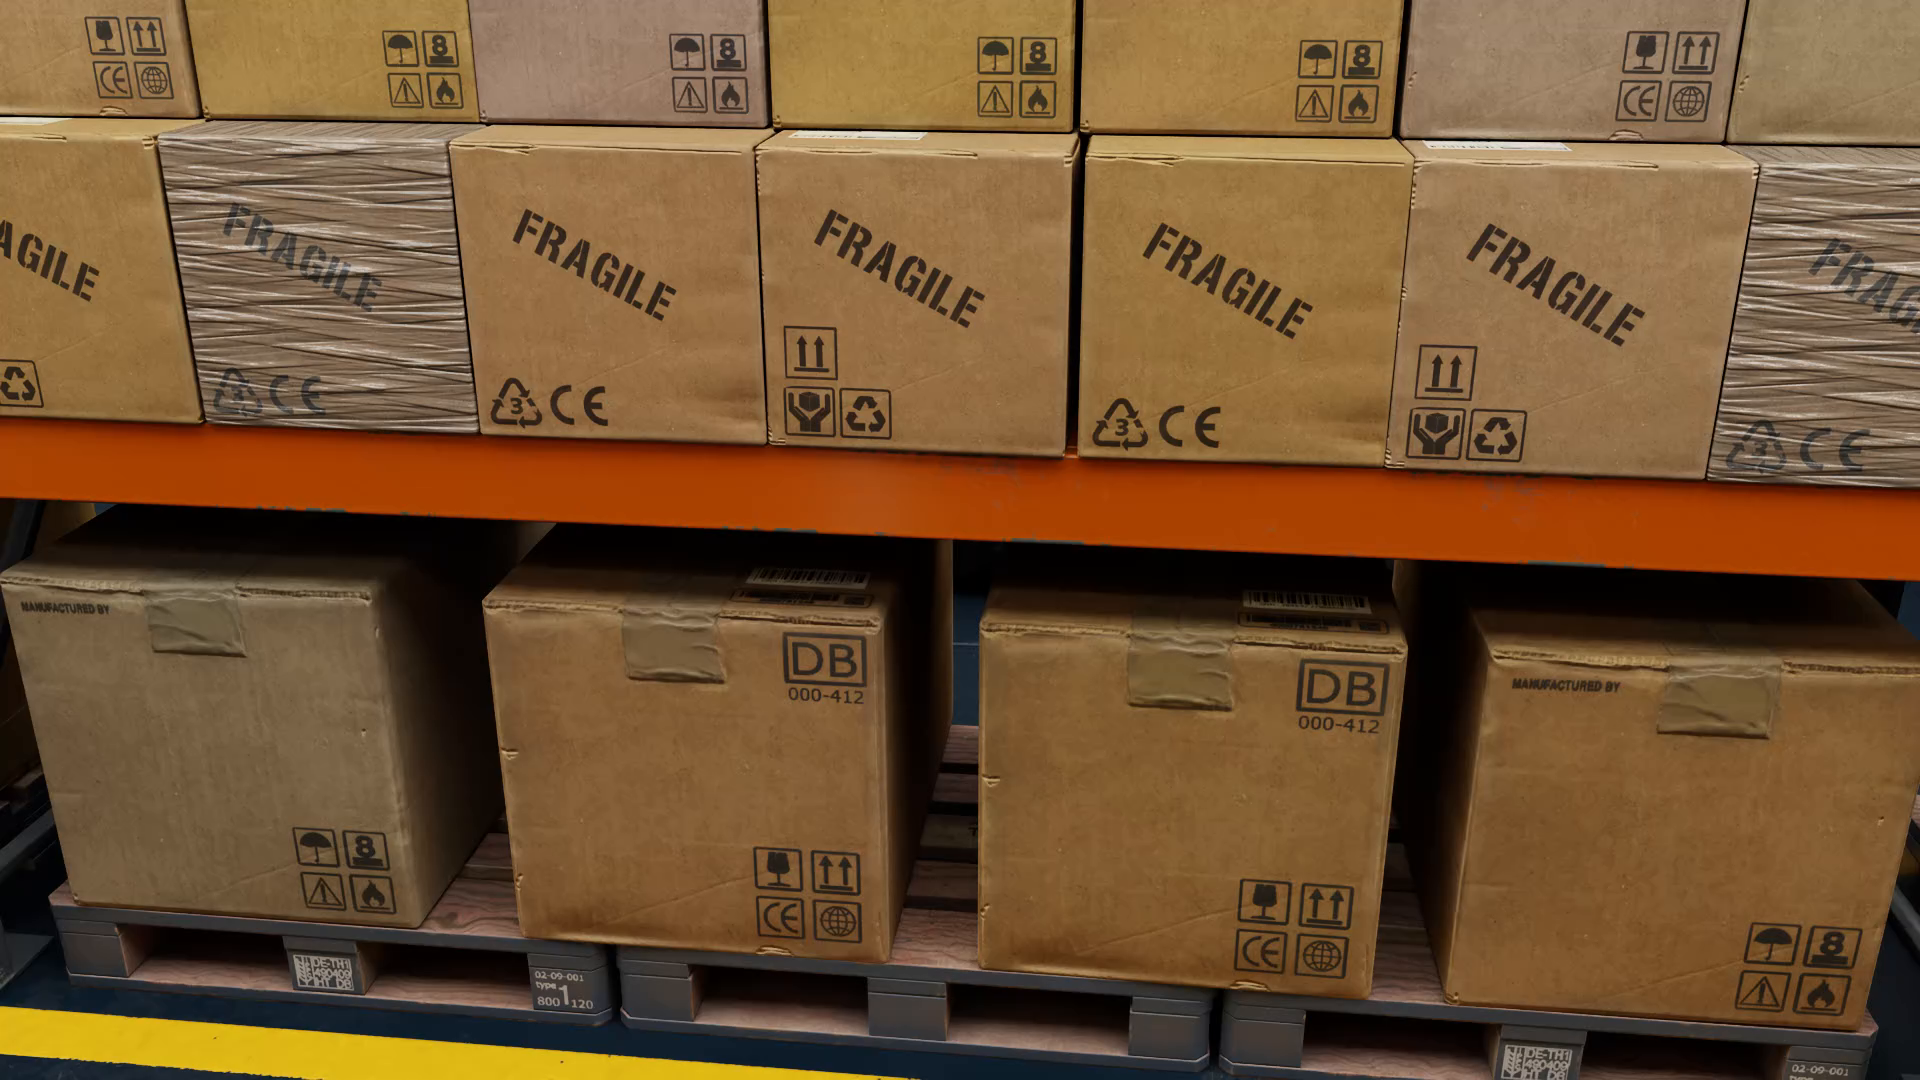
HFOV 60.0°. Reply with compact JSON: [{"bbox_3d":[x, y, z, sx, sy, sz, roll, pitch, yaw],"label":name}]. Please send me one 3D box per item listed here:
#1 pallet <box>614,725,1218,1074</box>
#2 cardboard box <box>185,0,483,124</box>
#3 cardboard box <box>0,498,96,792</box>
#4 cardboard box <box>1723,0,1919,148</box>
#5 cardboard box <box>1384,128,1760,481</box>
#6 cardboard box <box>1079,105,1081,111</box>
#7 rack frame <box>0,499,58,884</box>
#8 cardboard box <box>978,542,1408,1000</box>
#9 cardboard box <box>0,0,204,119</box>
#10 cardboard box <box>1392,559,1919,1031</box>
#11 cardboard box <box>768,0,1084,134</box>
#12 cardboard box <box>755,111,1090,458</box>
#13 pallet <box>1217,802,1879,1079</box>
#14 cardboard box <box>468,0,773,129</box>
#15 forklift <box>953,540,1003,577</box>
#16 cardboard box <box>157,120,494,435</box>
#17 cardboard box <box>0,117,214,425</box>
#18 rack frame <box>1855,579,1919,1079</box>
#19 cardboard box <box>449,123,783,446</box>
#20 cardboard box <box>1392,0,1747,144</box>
[{"bbox_3d":[-0.045,0.746,3.765,1.213,0.211,1.003,2,22,6],"label":"pallet"},{"bbox_3d":[-1.030,-1.079,3.093,0.500,0.500,0.700,2,22,5],"label":"cardboard box"},{"bbox_3d":[-2.651,0.132,3.845,0.875,0.875,0.875,3,22,7],"label":"cardboard box"},{"bbox_3d":[1.493,-0.970,2.817,0.500,0.500,0.700,2,22,6],"label":"cardboard box"},{"bbox_3d":[0.963,-0.425,2.799,0.500,0.500,0.500,2,22,6],"label":"cardboard box"},{"bbox_3d":[0.023,-0.665,3.406,0.500,0.500,0.500,2,22,6],"label":"cardboard box"},{"bbox_3d":[-2.035,-0.609,3.401,0.053,2.616,0.949,2,22,6],"label":"rack frame"},{"bbox_3d":[0.475,0.320,3.539,0.750,0.750,1.050,3,22,7],"label":"cardboard box"},{"bbox_3d":[-1.541,-1.100,3.147,0.500,0.500,0.700,2,22,5],"label":"cardboard box"},{"bbox_3d":[-0.886,-0.771,5.633,5.693,1.239,5.455,2,22,6],"label":"cardboard box"},{"bbox_3d":[-0.027,-1.034,2.981,0.500,0.500,0.700,2,22,6],"label":"cardboard box"},{"bbox_3d":[-0.043,-0.467,2.906,0.500,0.500,0.500,3,22,7],"label":"cardboard box"},{"bbox_3d":[1.163,0.800,3.629,1.213,0.211,1.003,2,22,6],"label":"pallet"},{"bbox_3d":[-0.528,-1.057,3.037,0.500,0.500,0.700,3,22,7],"label":"cardboard box"},{"bbox_3d":[1.857,-2.638,8.627,4.943,2.935,8.118,1,22,2],"label":"forklift"},{"bbox_3d":[-1.043,-0.512,3.019,0.500,0.500,0.500,3,22,7],"label":"cardboard box"},{"bbox_3d":[-1.544,-0.534,3.074,0.500,0.500,0.500,3,22,7],"label":"cardboard box"},{"bbox_3d":[1.937,-0.435,2.961,0.127,3.000,1.000,2,22,6],"label":"rack frame"},{"bbox_3d":[-0.547,-0.489,2.962,0.500,0.500,0.500,2,22,6],"label":"cardboard box"},{"bbox_3d":[0.990,-0.991,2.871,0.500,0.500,0.700,2,22,6],"label":"cardboard box"}]
